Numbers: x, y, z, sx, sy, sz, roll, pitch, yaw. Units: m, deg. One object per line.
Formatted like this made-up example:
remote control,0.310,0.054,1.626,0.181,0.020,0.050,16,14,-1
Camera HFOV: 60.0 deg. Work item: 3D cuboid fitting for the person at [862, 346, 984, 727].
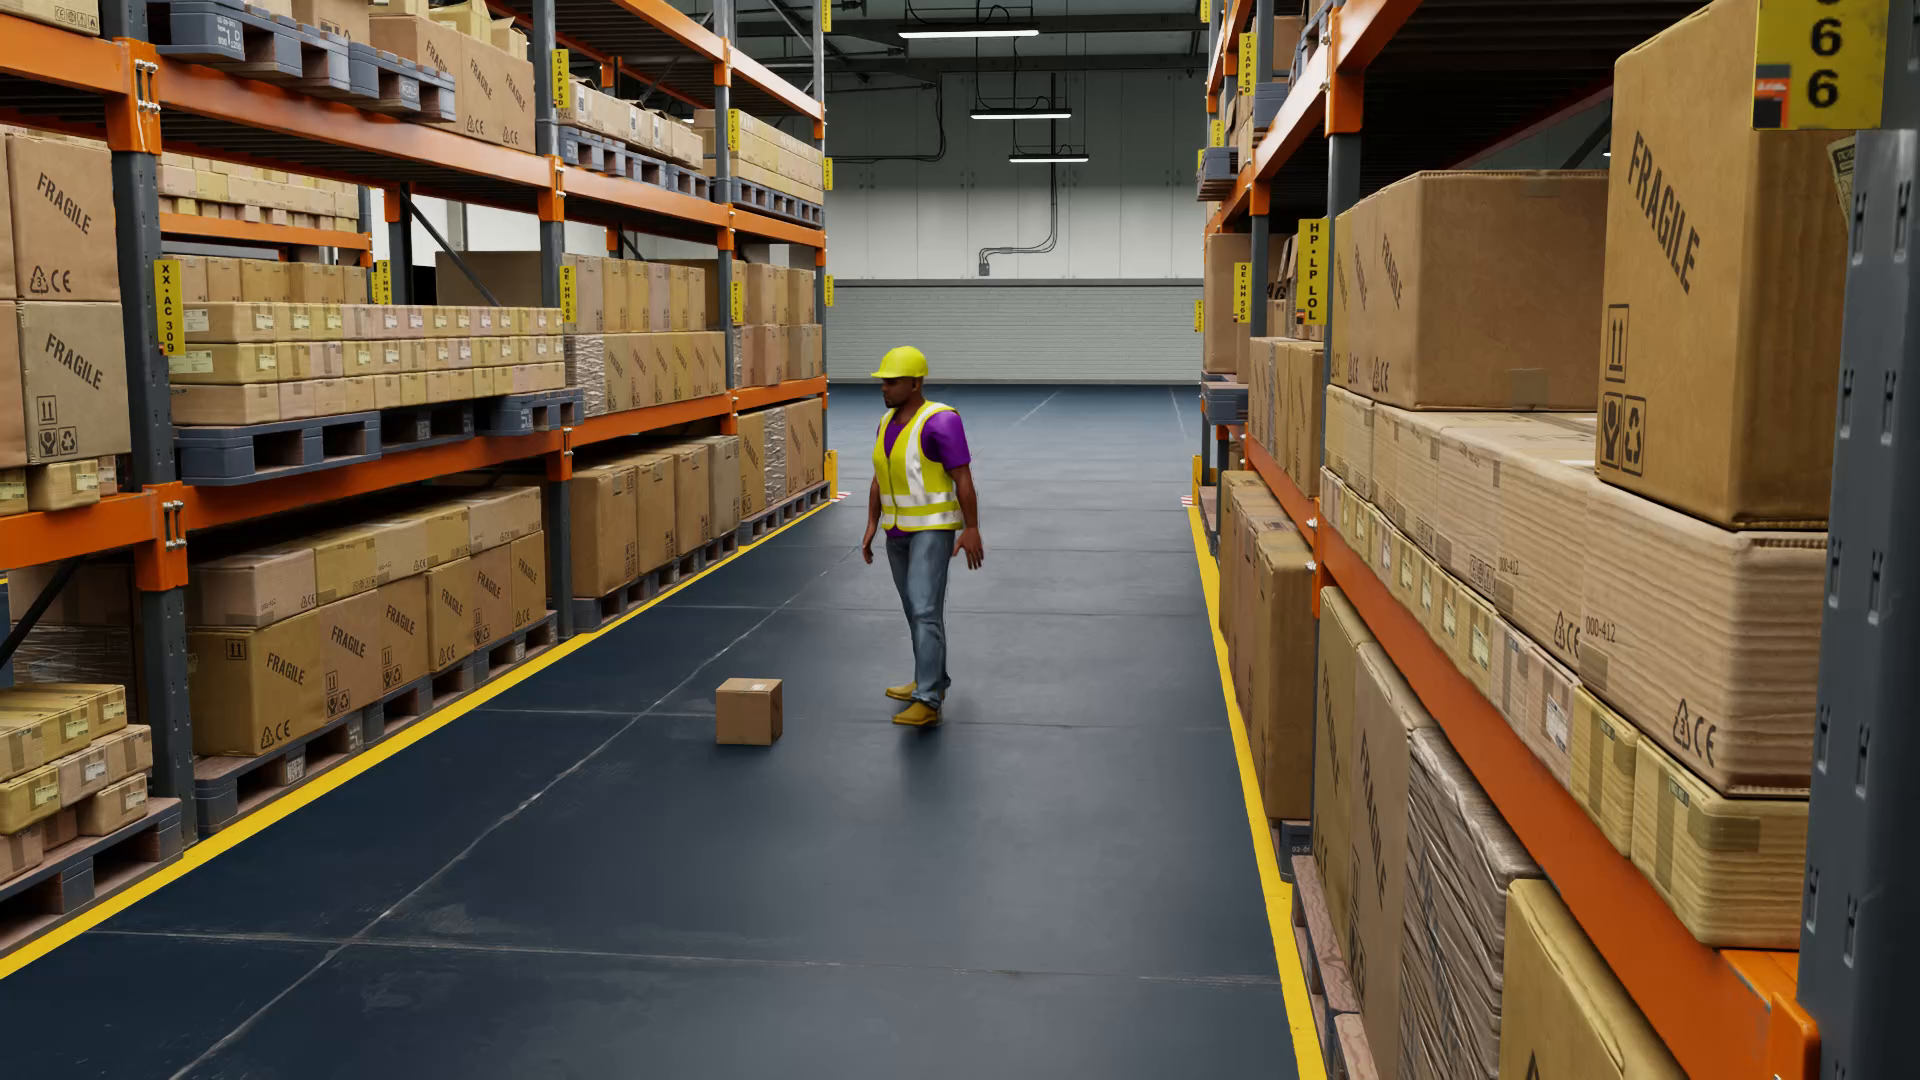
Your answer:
person,-0.234,-0.037,7.879,0.692,1.749,0.732,-6,10,-39
